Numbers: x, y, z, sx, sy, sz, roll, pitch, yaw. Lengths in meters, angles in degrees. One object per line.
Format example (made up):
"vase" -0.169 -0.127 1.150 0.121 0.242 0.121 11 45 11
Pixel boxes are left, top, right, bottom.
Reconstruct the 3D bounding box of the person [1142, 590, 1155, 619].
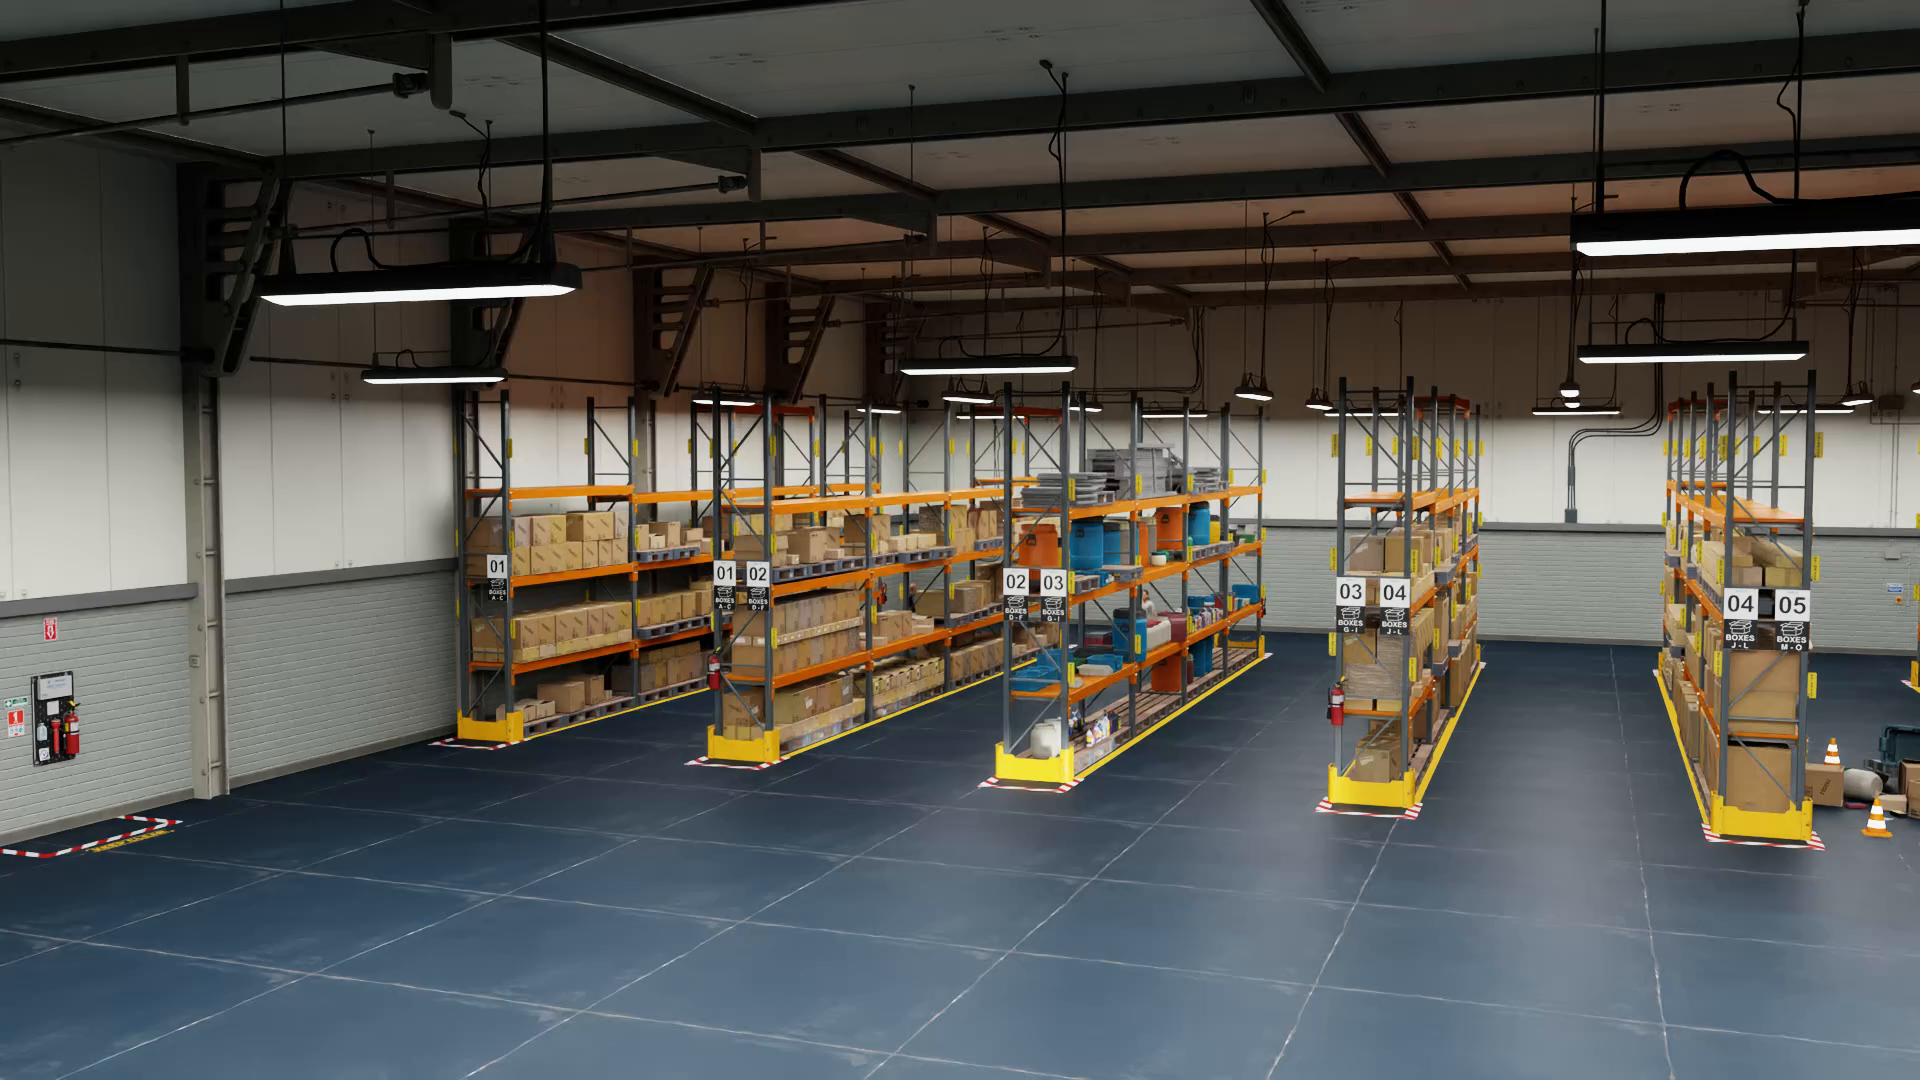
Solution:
"person" 4.382 1.992 39.621 0.499 1.604 1.060 1 3 23

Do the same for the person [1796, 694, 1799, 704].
"person" 16.334 2.395 32.530 0.515 1.647 0.607 0 3 0

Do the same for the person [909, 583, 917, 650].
"person" -1.103 1.811 39.650 0.639 1.561 0.566 -2 4 -36
